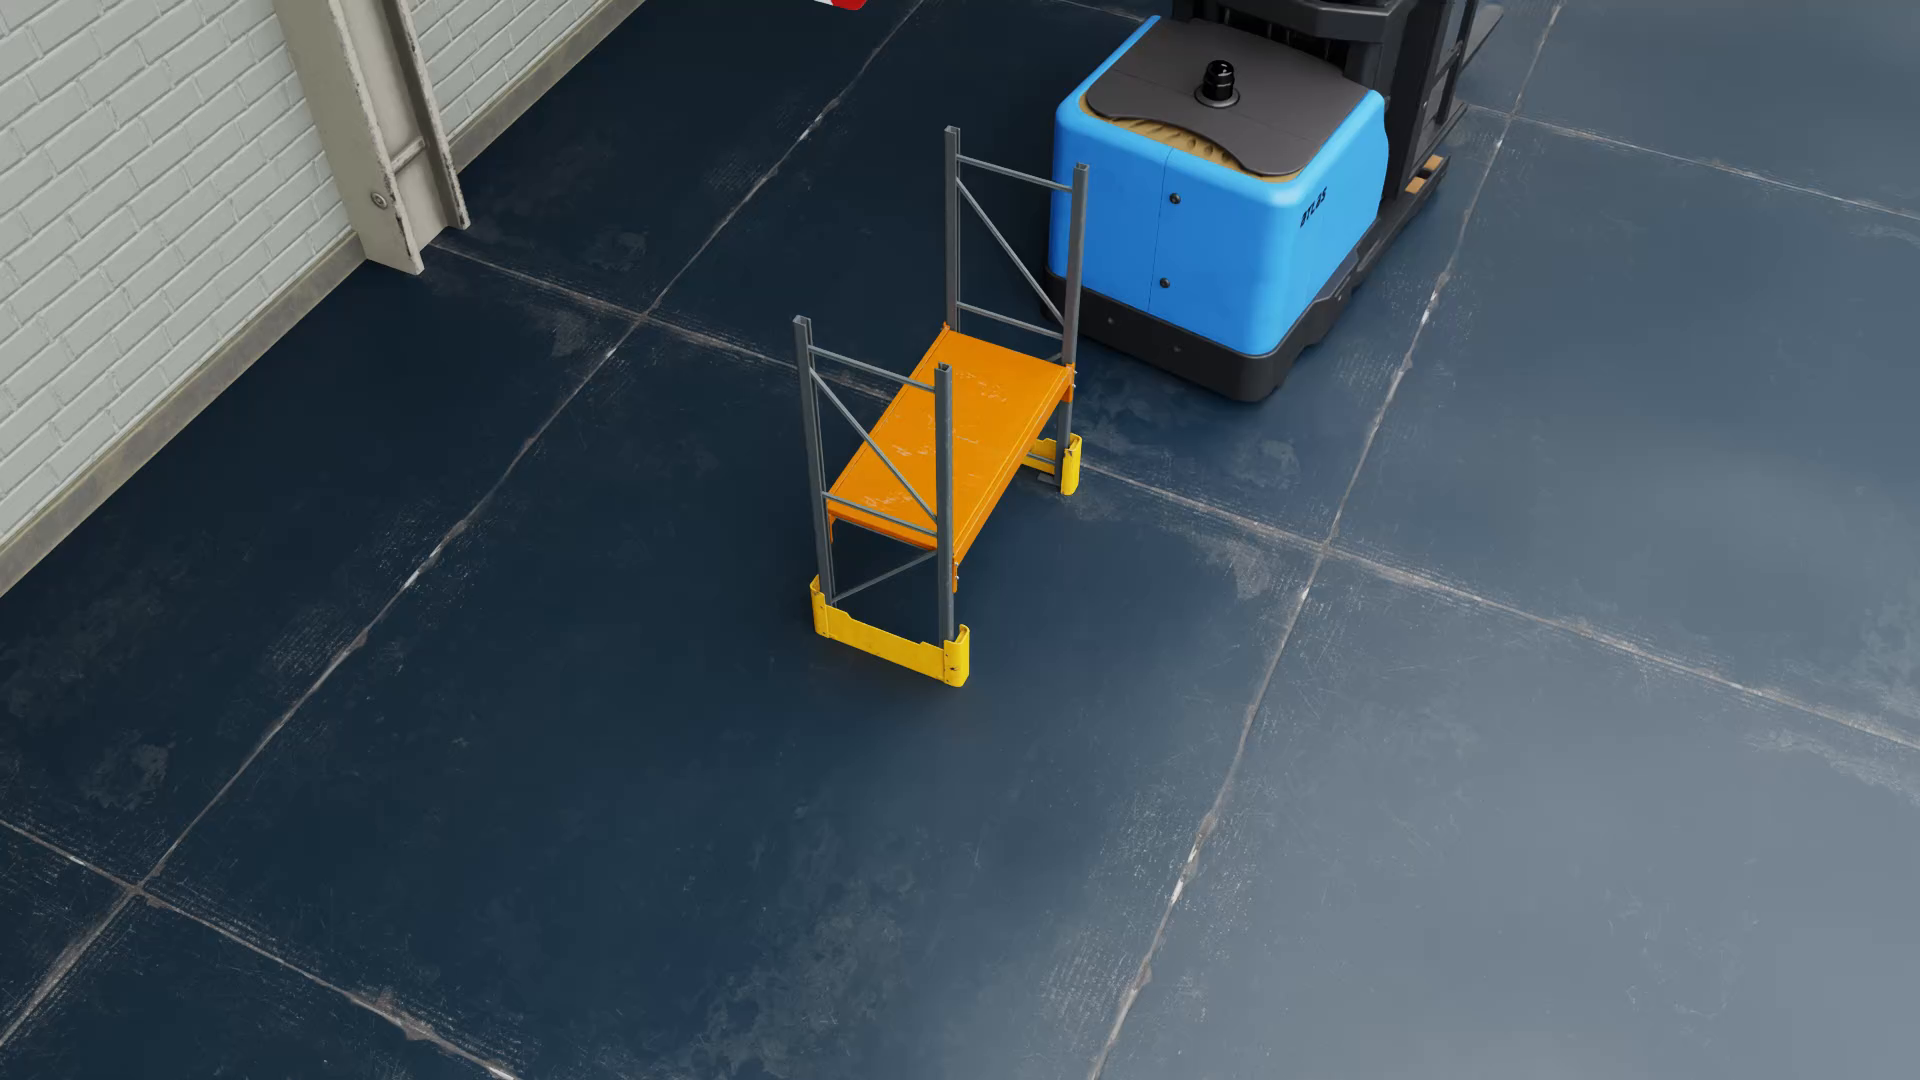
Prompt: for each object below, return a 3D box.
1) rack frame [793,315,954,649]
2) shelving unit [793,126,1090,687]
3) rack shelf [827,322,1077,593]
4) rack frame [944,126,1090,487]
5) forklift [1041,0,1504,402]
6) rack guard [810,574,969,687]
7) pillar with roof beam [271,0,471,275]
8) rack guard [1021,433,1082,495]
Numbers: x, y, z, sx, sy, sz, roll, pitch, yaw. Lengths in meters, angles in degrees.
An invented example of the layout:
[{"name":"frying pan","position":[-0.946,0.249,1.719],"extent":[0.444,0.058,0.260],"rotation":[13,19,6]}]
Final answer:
[{"name":"rack frame","position":[-0.254,-0.077,5.331],"extent":[0.500,1.500,0.032],"rotation":[20,52,16]},{"name":"shelving unit","position":[-0.033,-0.434,5.634],"extent":[0.587,1.500,1.083],"rotation":[20,52,16]},{"name":"rack shelf","position":[-0.036,-0.311,5.766],"extent":[0.538,0.185,1.000],"rotation":[20,52,16]},{"name":"rack frame","position":[0.181,-0.777,5.927],"extent":[0.500,1.500,0.032],"rotation":[20,52,16]},{"name":"forklift","position":[1.571,-2.605,6.542],"extent":[1.130,2.935,3.031],"rotation":[27,55,21]},{"name":"rack guard","position":[-0.245,0.314,5.818],"extent":[0.587,0.250,0.087],"rotation":[20,52,16]},{"name":"pillar with roof beam","position":[1.478,-2.852,2.768],"extent":[9.100,9.000,0.400],"rotation":[20,52,16]},{"name":"rack guard","position":[0.180,-0.371,6.402],"extent":[0.587,0.250,0.087],"rotation":[20,52,16]}]
